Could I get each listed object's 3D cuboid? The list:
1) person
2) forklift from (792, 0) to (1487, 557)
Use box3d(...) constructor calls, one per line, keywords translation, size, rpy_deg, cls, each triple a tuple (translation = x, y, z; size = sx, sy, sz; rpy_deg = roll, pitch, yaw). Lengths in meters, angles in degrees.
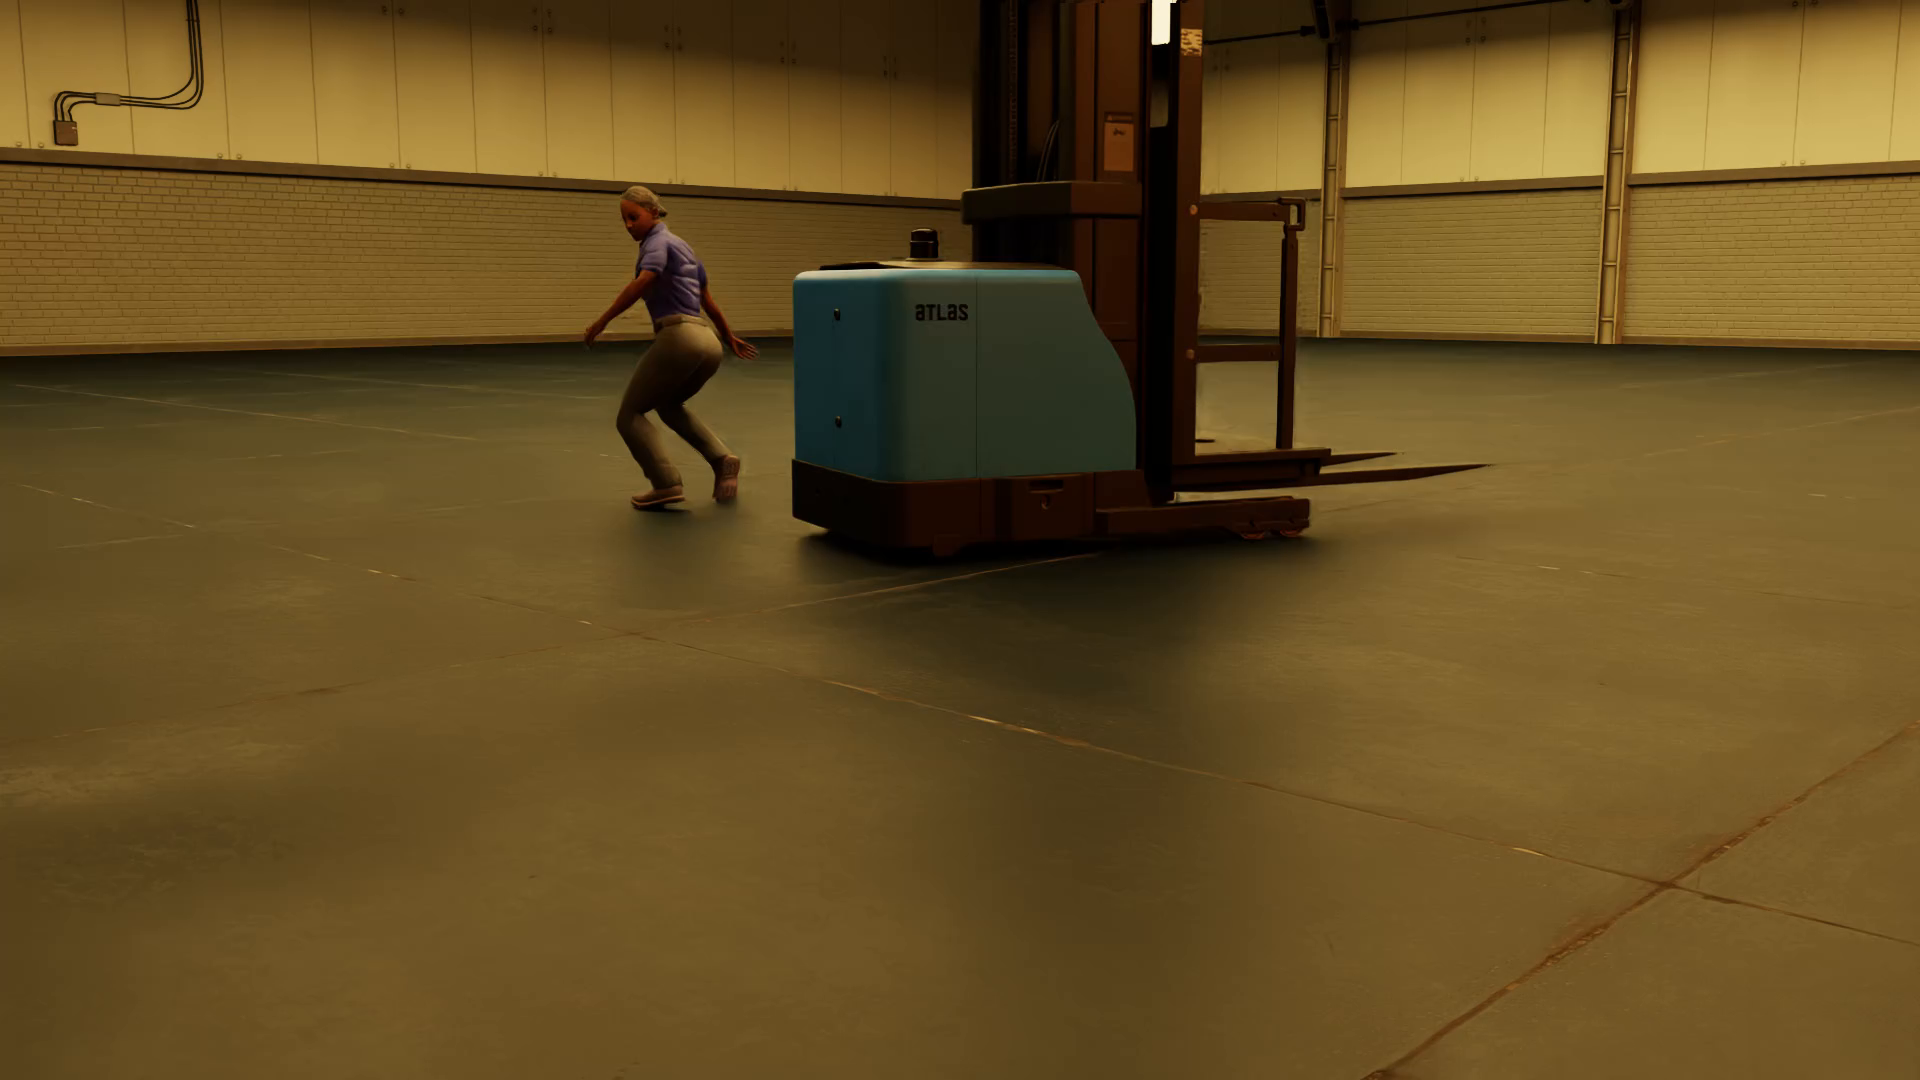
box3d(translation=(-1.338, -0.883, 7.840), size=(0.461, 1.536, 0.916), rpy_deg=(3, 9, 20), cls="person")
box3d(translation=(0.863, -1.512, 6.918), size=(3.031, 2.935, 1.130), rpy_deg=(-4, 10, -26), cls="forklift")
